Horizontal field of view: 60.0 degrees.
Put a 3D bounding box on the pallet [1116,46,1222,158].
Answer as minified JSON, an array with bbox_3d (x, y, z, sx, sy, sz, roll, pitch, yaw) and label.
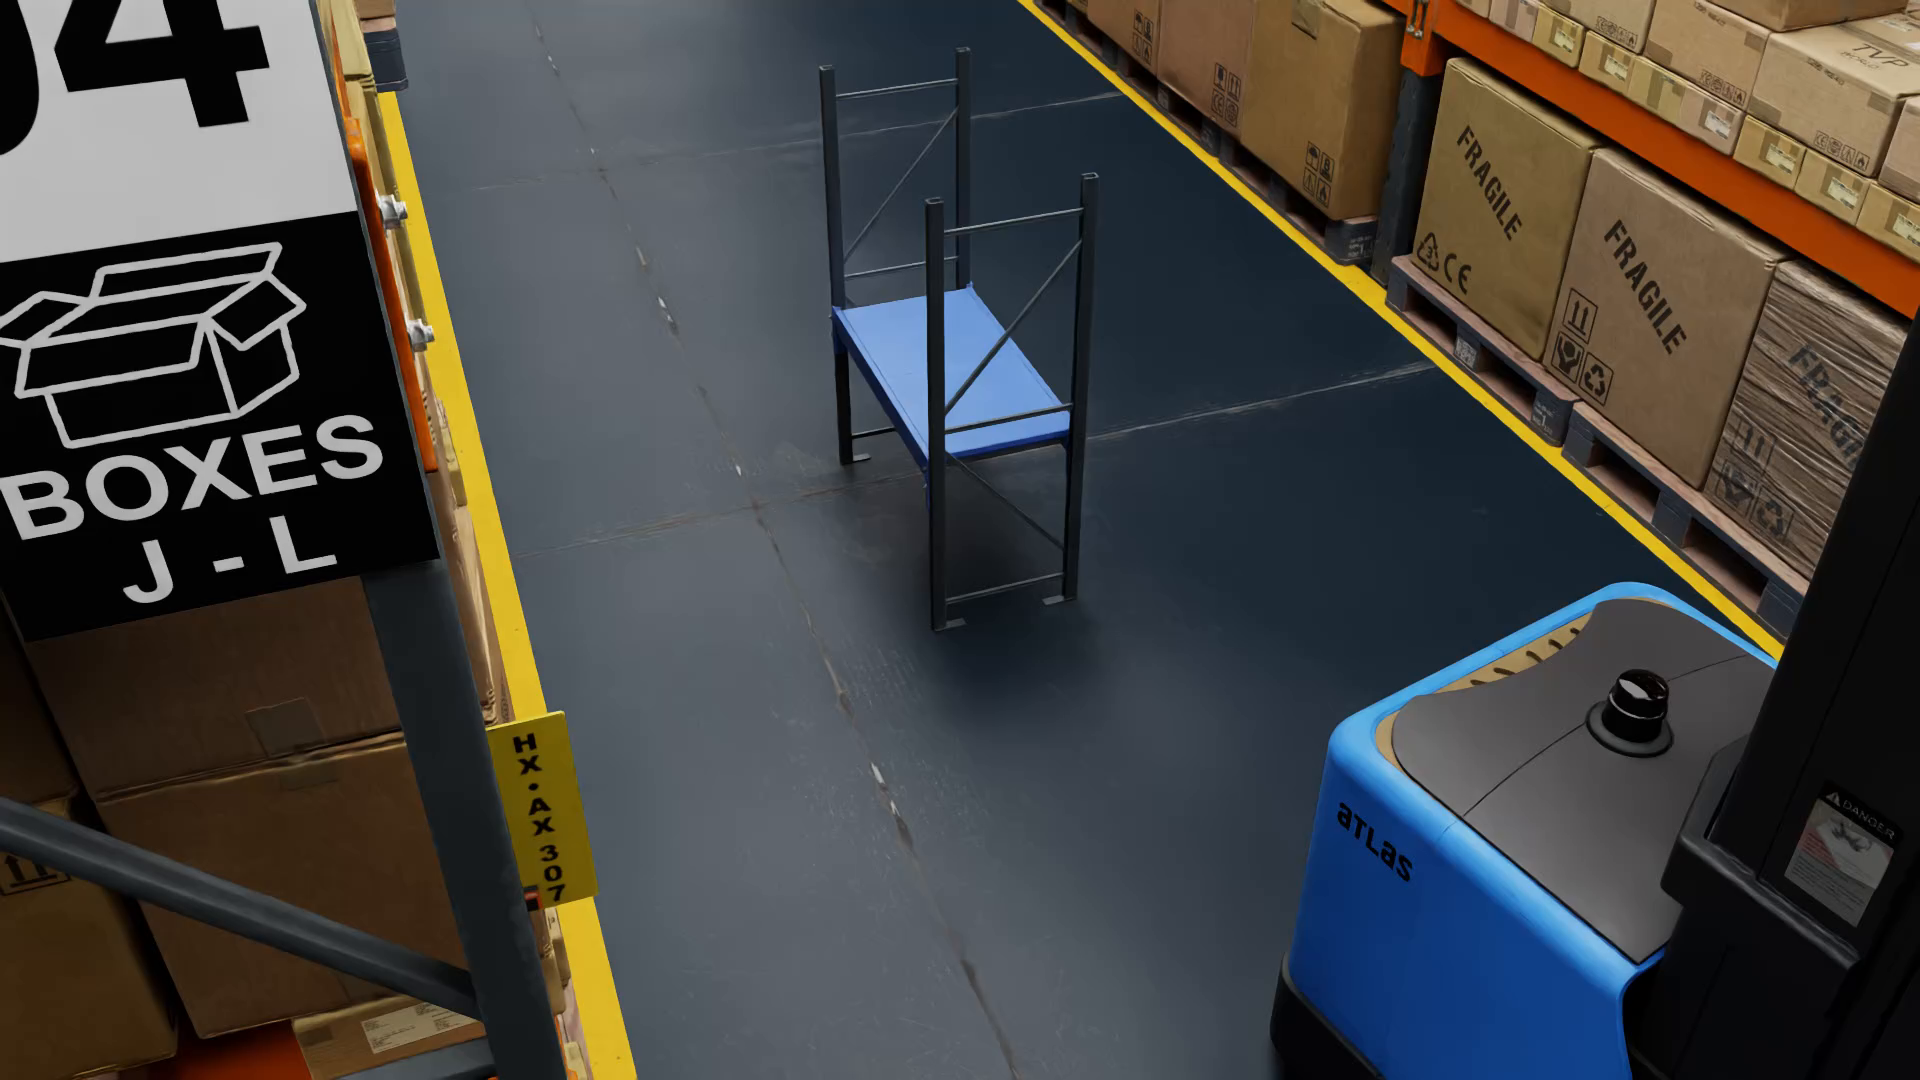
[{"bbox_3d":[1.524,-2.423,8.791,1.003,0.211,1.213,-12,39,-16],"label":"pallet"}]

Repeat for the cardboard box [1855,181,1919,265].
[{"bbox_3d":[2.786,-0.922,4.690,0.380,0.149,0.250,-12,39,-16],"label":"cardboard box"}]

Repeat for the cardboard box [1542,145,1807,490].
[{"bbox_3d":[2.746,-0.847,5.798,0.875,0.875,0.875,-12,39,-16],"label":"cardboard box"}]

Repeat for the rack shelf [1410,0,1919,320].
[{"bbox_3d":[2.972,-1.009,5.194,1.077,0.370,4.000,-12,39,-16],"label":"rack shelf"}]

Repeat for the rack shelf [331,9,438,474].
[{"bbox_3d":[-1.720,-1.237,3.004,1.077,0.370,4.000,-12,39,-16],"label":"rack shelf"}]

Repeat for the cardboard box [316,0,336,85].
[{"bbox_3d":[-0.946,-0.641,1.740,0.500,0.250,0.500,-11,38,-14],"label":"cardboard box"}]

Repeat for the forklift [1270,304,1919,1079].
[{"bbox_3d":[1.975,0.662,2.435,1.130,2.935,3.031,-21,42,-26],"label":"forklift"}]

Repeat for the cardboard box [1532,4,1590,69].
[{"bbox_3d":[2.255,-1.792,5.845,0.380,0.149,0.250,-11,38,-14],"label":"cardboard box"}]

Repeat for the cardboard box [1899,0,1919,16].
[{"bbox_3d":[3.039,-1.710,5.404,0.500,0.250,0.500,-12,39,-15],"label":"cardboard box"}]

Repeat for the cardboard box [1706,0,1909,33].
[{"bbox_3d":[2.554,-1.888,5.018,0.500,0.500,0.500,-14,39,-17],"label":"cardboard box"}]

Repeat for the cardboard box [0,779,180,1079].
[{"bbox_3d":[-1.428,0.444,2.337,0.500,0.500,0.500,-12,39,-15],"label":"cardboard box"}]

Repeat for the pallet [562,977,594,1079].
[{"bbox_3d":[-1.304,1.408,3.705,1.003,0.211,1.213,-12,39,-16],"label":"pallet"}]

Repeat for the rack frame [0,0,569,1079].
[{"bbox_3d":[-1.028,0.803,2.191,0.949,2.616,0.053,-12,39,-16],"label":"rack frame"}]

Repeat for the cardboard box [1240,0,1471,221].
[{"bbox_3d":[2.045,-2.102,7.465,1.225,0.875,0.875,-12,39,-16],"label":"cardboard box"}]

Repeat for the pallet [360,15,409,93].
[{"bbox_3d":[-2.534,-1.841,5.861,1.003,0.211,1.213,-12,39,-16],"label":"pallet"}]

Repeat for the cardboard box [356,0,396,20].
[{"bbox_3d":[-2.112,-1.841,5.561,0.380,0.149,0.250,-14,39,-18],"label":"cardboard box"}]

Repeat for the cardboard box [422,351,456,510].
[{"bbox_3d":[-1.291,-0.242,3.248,0.500,0.500,0.500,-12,39,-15],"label":"cardboard box"}]

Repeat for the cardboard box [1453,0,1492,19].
[{"bbox_3d":[2.073,-2.090,6.240,0.380,0.149,0.250,-12,39,-16],"label":"cardboard box"}]

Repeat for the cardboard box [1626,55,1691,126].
[{"bbox_3d":[2.435,-1.500,5.457,0.380,0.149,0.250,-13,39,-17],"label":"cardboard box"}]

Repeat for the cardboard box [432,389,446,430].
[{"bbox_3d":[-1.896,-0.341,5.483,0.380,0.149,0.250,-14,39,-18],"label":"cardboard box"}]

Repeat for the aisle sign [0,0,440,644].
[{"bbox_3d":[-0.725,-0.256,1.435,0.394,0.787,0.004,-12,39,-16],"label":"aisle sign"}]

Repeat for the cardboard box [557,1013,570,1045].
[{"bbox_3d":[-1.012,1.140,3.516,0.380,0.149,0.250,-13,39,-16],"label":"cardboard box"}]

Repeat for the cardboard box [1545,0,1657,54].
[{"bbox_3d":[2.366,-1.883,5.634,0.500,0.250,0.500,-13,39,-16],"label":"cardboard box"}]

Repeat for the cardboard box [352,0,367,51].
[{"bbox_3d":[-1.453,-0.932,3.333,0.500,0.500,0.500,-14,39,-17],"label":"cardboard box"}]

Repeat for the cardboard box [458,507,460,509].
[{"bbox_3d":[-1.791,-0.034,5.322,0.380,0.149,0.250,-14,39,-17],"label":"cardboard box"}]

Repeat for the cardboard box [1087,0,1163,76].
[{"bbox_3d":[1.425,-3.105,8.796,1.225,0.875,0.875,-12,39,-16],"label":"cardboard box"}]

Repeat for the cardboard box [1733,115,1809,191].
[{"bbox_3d":[2.611,-1.209,5.071,0.380,0.149,0.250,-14,39,-17],"label":"cardboard box"}]

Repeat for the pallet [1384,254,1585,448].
[{"bbox_3d":[2.472,-0.866,6.725,1.003,0.211,1.213,-12,39,-16],"label":"pallet"}]

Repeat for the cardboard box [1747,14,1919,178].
[{"bbox_3d":[2.712,-1.311,4.875,0.500,0.250,0.500,-12,39,-16],"label":"cardboard box"}]

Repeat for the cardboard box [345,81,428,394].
[{"bbox_3d":[-1.116,-0.347,2.556,0.500,0.500,0.500,-11,38,-15],"label":"cardboard box"}]

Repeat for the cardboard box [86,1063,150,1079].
[{"bbox_3d":[-1.409,0.778,2.432,0.380,0.149,0.250,-12,39,-16],"label":"cardboard box"}]

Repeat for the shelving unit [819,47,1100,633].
[{"bbox_3d":[-0.029,-0.647,5.363,0.538,1.500,1.048,-12,39,-16],"label":"shelving unit"}]

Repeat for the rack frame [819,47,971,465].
[{"bbox_3d":[-0.204,-0.934,5.744,0.500,1.500,0.032,-12,39,-16],"label":"rack frame"}]

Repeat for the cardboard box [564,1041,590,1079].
[{"bbox_3d":[-0.893,1.171,3.229,0.380,0.149,0.250,-14,39,-18],"label":"cardboard box"}]

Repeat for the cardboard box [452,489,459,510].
[{"bbox_3d":[-1.627,-0.004,4.788,0.380,0.149,0.250,-14,39,-18],"label":"cardboard box"}]
